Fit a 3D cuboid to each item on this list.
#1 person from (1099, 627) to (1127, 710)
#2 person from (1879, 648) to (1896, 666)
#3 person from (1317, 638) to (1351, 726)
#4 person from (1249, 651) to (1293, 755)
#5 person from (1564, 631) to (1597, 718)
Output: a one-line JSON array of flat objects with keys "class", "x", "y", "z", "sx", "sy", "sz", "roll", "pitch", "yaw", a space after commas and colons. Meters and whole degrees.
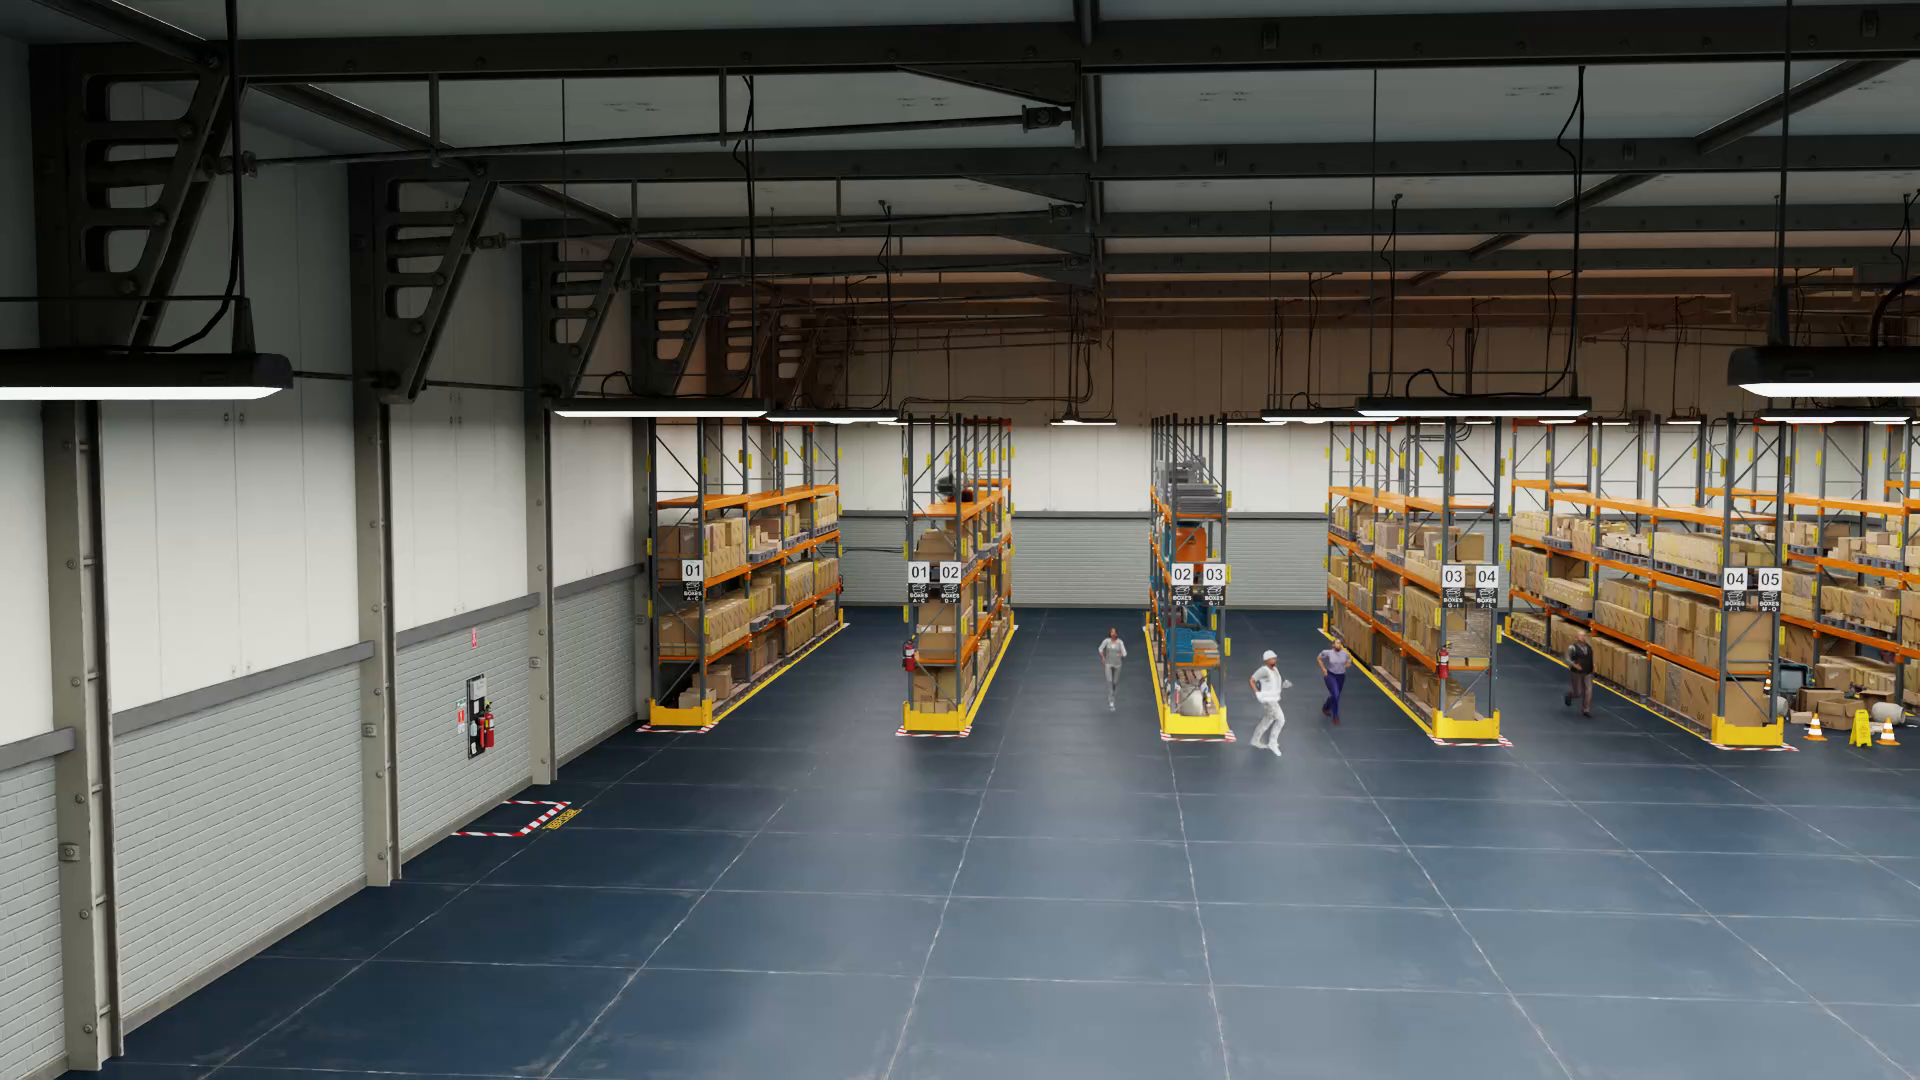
[{"class": "person", "x": 3.075, "y": 2.598, "z": 33.411, "sx": 0.539, "sy": 1.516, "sz": 0.871, "roll": 0, "pitch": 4, "yaw": 0}, {"class": "person", "x": 21.450, "y": 2.323, "z": 38.301, "sx": 0.564, "sy": 1.633, "sz": 0.566, "roll": 0, "pitch": 4, "yaw": 5}, {"class": "person", "x": 7.304, "y": 2.744, "z": 32.406, "sx": 0.575, "sy": 1.705, "sz": 0.867, "roll": -1, "pitch": 4, "yaw": -20}, {"class": "person", "x": 5.468, "y": 2.865, "z": 29.275, "sx": 0.763, "sy": 1.839, "sz": 0.658, "roll": 2, "pitch": 4, "yaw": 27}, {"class": "person", "x": 12.379, "y": 2.659, "z": 33.102, "sx": 0.677, "sy": 1.688, "sz": 0.896, "roll": 0, "pitch": 4, "yaw": -7}]
